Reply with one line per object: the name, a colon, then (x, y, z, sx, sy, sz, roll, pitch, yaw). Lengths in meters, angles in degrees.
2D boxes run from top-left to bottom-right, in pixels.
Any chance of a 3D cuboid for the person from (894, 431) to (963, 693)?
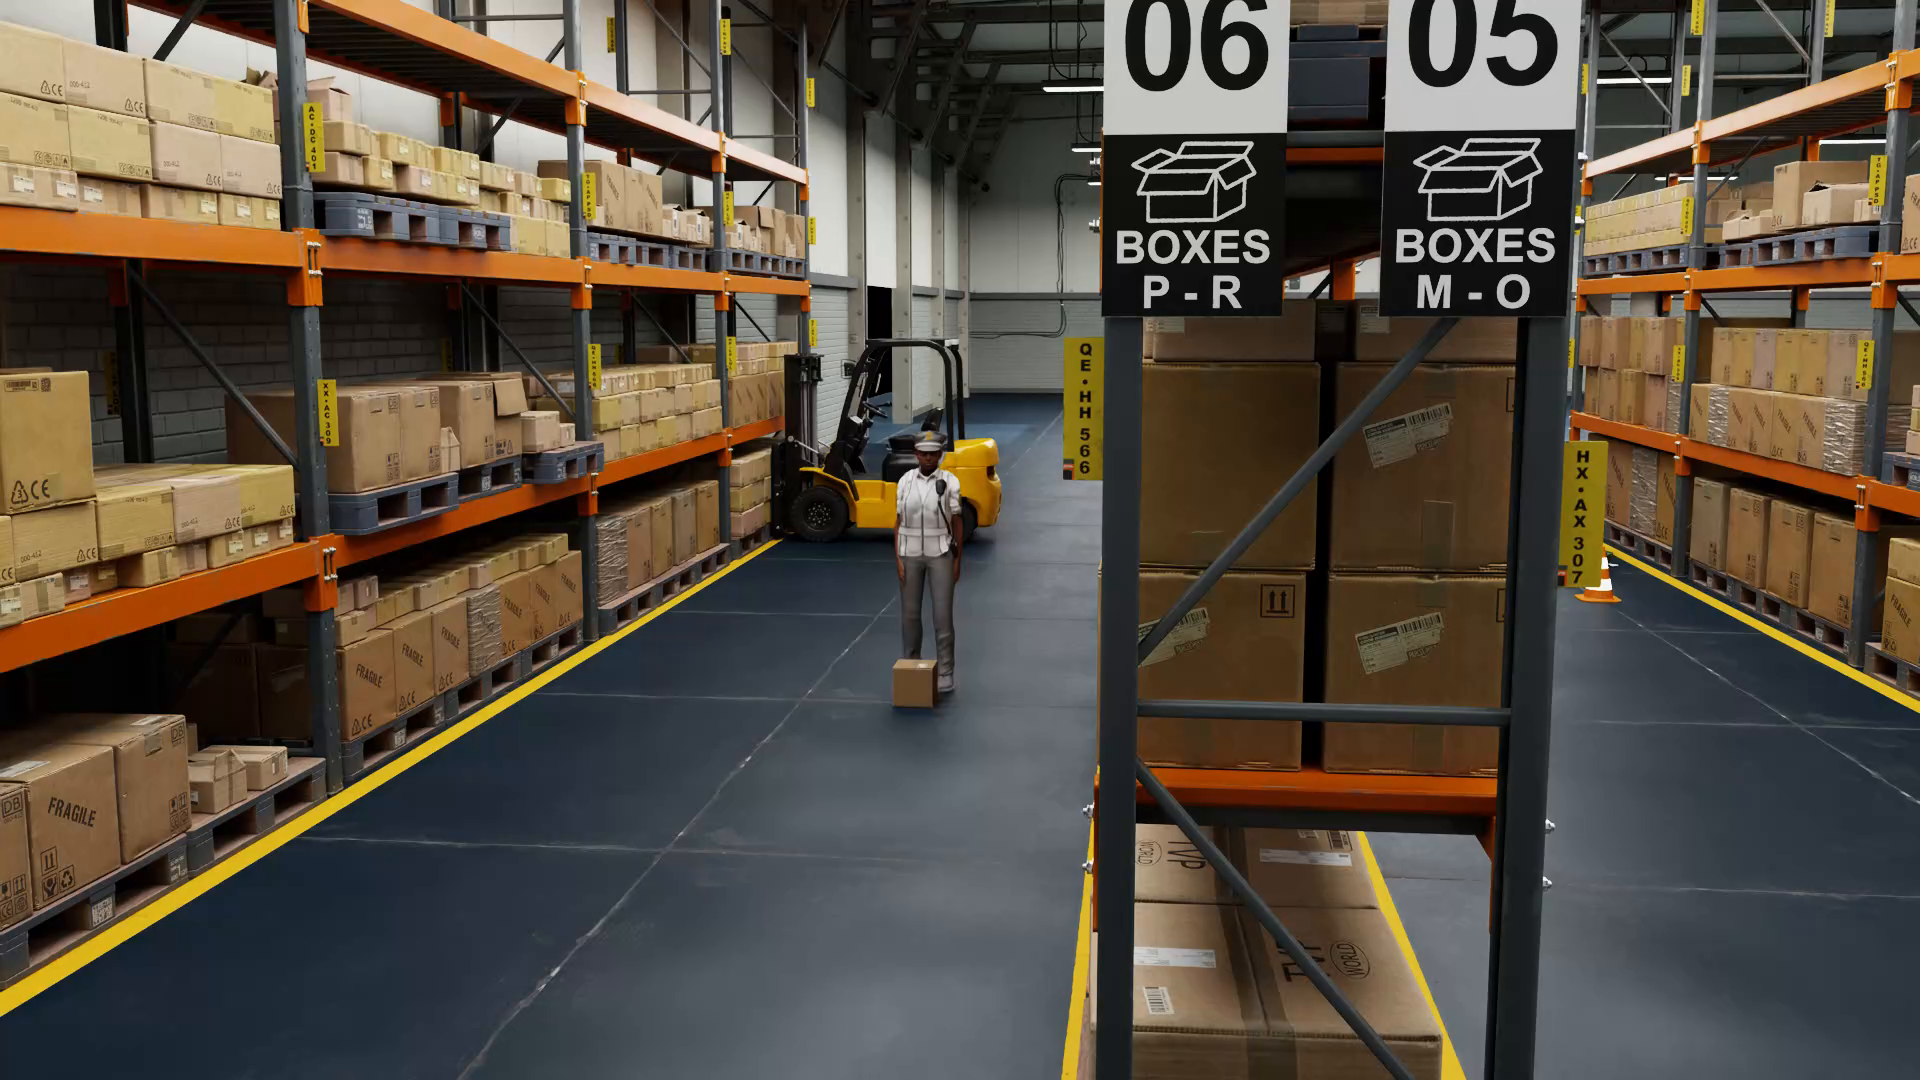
person: (-0.207, 0.131, 10.783, 0.447, 1.690, 0.358, 1, 8, 8)
